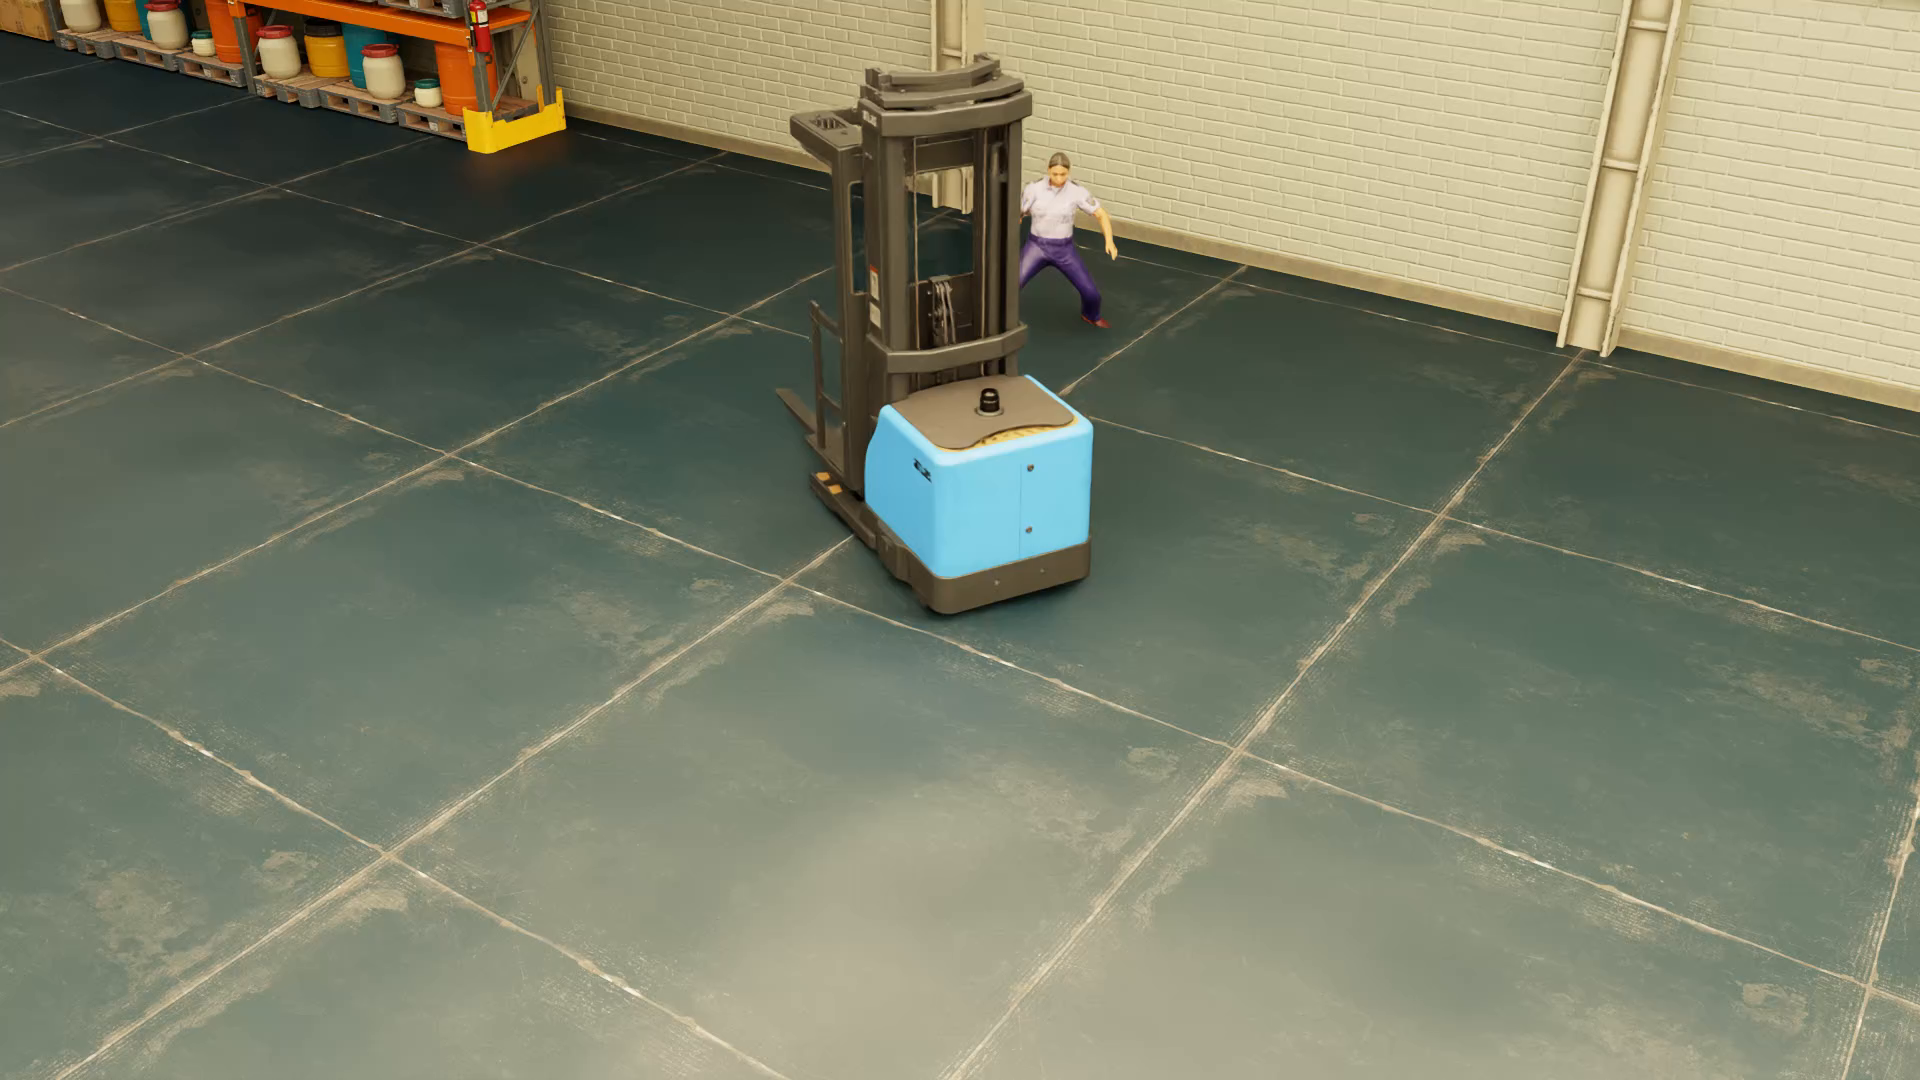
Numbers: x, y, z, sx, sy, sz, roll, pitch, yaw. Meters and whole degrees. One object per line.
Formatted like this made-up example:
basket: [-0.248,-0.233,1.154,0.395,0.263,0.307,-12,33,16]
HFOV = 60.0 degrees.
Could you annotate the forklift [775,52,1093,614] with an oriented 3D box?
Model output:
forklift: [-0.339,-1.555,10.259,1.130,2.935,3.031,-14,33,-23]

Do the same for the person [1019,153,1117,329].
person: [0.754,-2.250,12.939,0.939,1.525,0.824,3,30,5]
